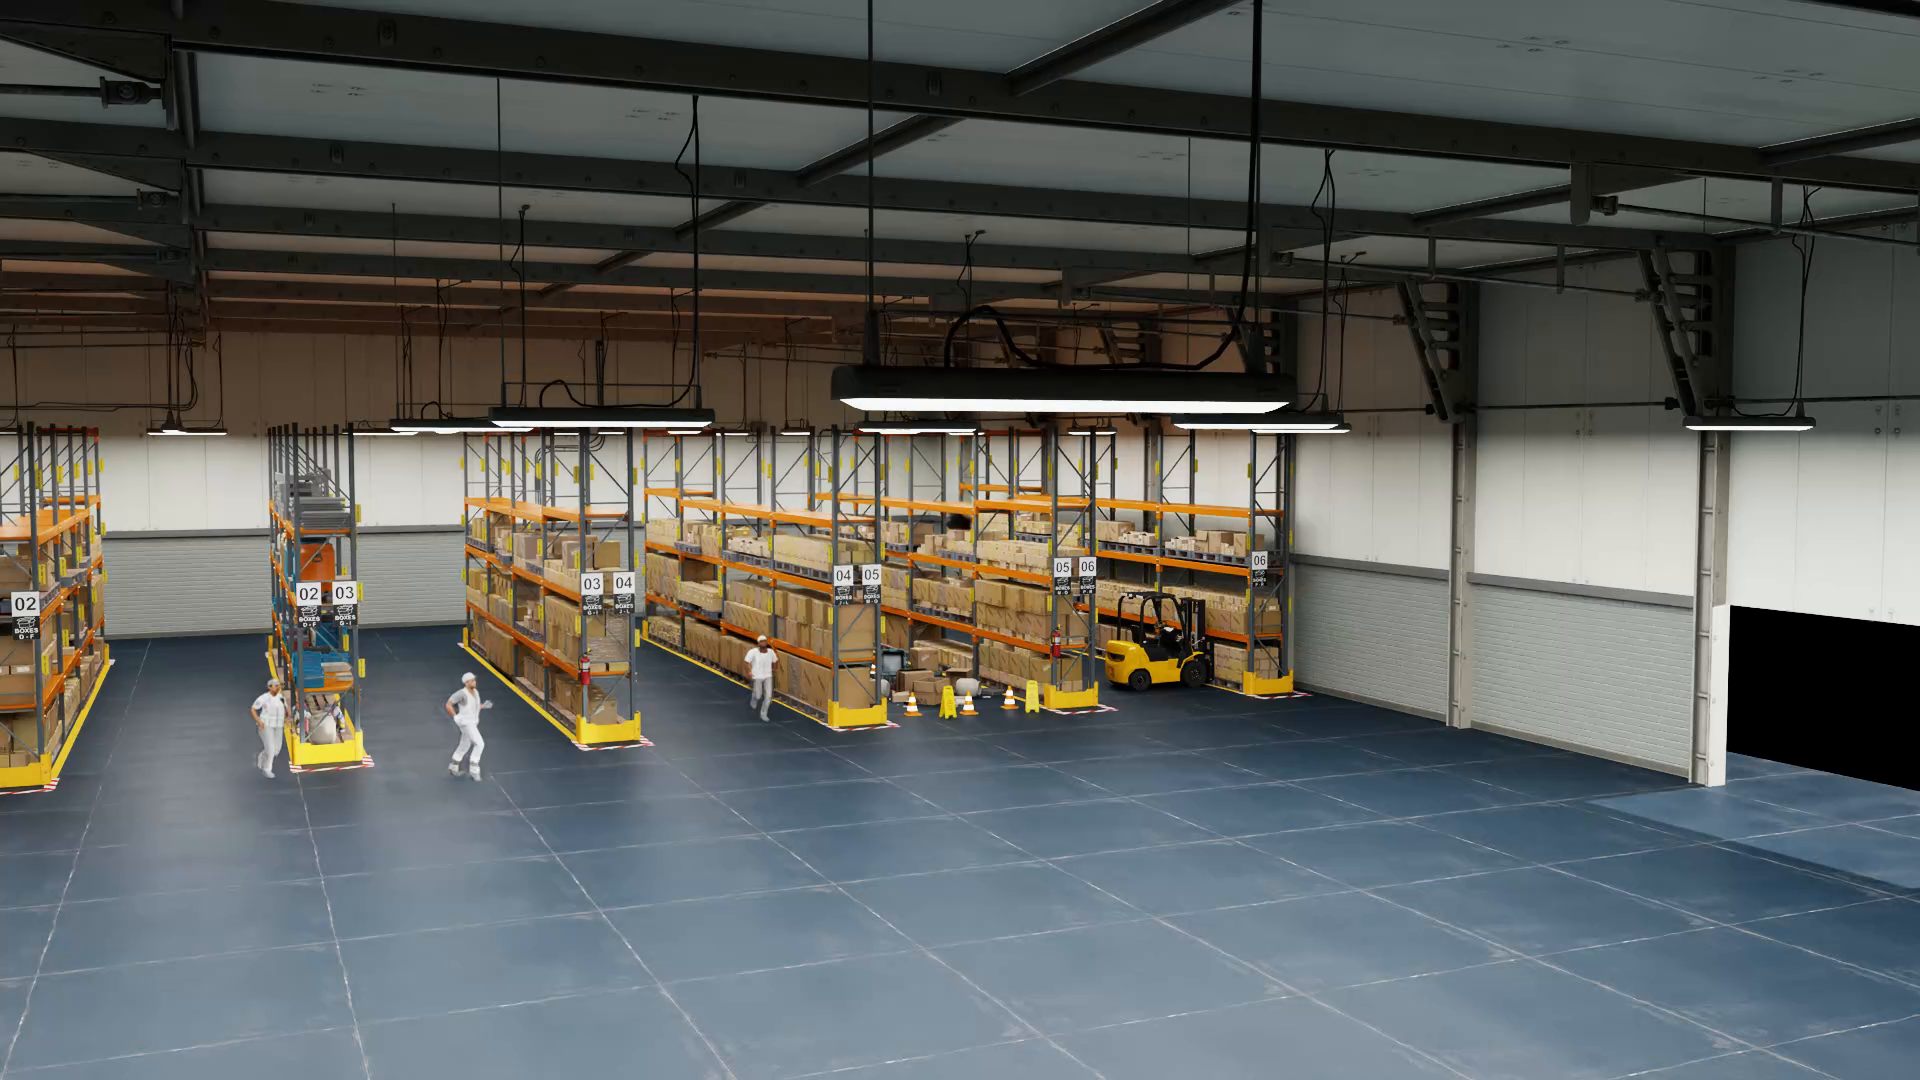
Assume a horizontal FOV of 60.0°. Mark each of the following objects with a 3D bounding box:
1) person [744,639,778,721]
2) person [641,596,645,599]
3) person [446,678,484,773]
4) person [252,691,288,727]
[{"bbox_3d":[-4.048,2.821,33.971,0.727,1.684,0.665,-1,4,-20],"label":"person"},{"bbox_3d":[-9.109,1.538,48.746,0.557,0.834,0.622,-2,4,-26],"label":"person"},{"bbox_3d":[-8.280,3.074,27.902,0.668,1.626,0.615,0,4,6],"label":"person"},{"bbox_3d":[-11.709,2.900,28.331,0.365,0.626,0.615,2,4,35],"label":"person"}]
